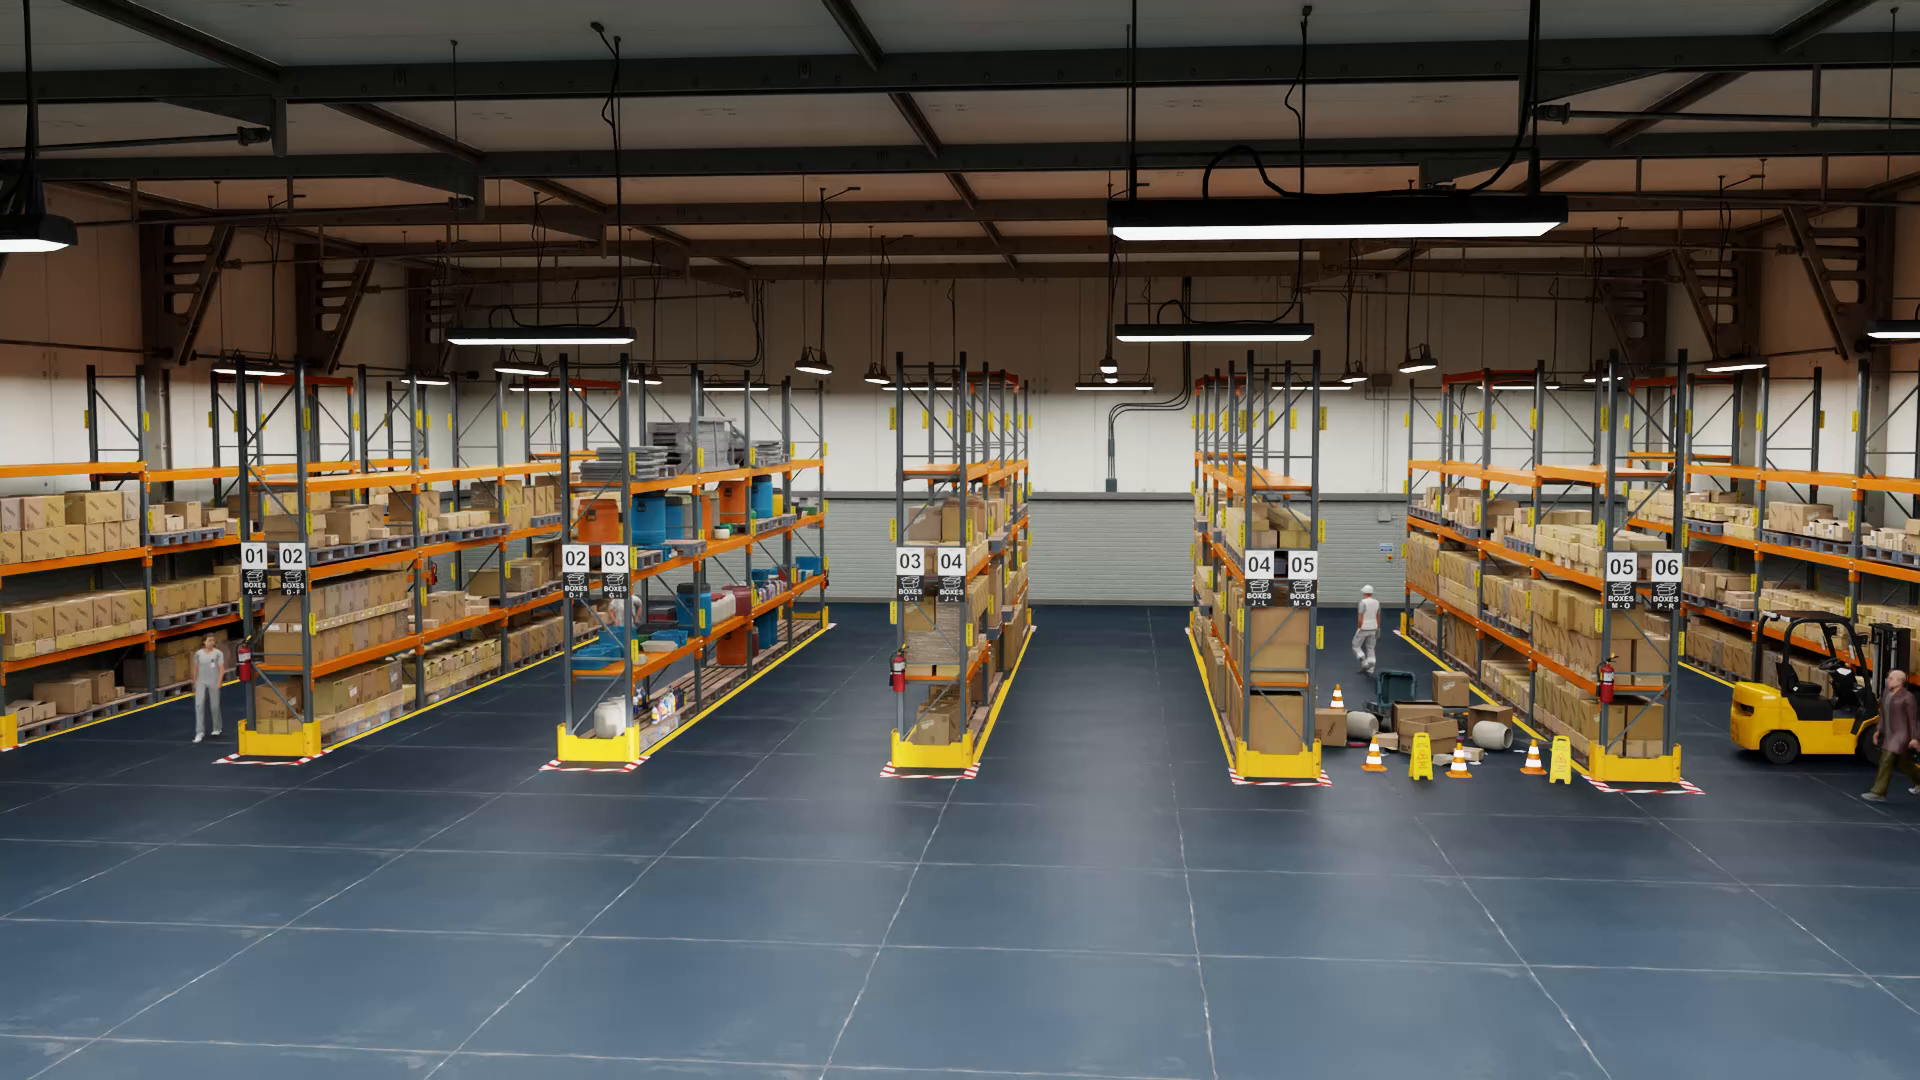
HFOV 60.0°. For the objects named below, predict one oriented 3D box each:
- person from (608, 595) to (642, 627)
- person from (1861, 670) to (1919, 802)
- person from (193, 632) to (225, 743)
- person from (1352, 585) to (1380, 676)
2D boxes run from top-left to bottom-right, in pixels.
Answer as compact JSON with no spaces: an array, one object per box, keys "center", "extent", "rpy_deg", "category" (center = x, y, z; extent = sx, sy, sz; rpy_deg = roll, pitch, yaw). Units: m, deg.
[{"center":[-6.930,1.715,34.513],"extent":[0.642,1.681,0.736],"rpy_deg":[1,4,13],"category":"person"},{"center":[12.376,2.571,21.914],"extent":[1.112,1.736,0.617],"rpy_deg":[0,4,-4],"category":"person"},{"center":[-11.905,2.315,26.319],"extent":[0.472,1.661,0.762],"rpy_deg":[-1,4,-17],"category":"person"},{"center":[8.035,1.782,32.744],"extent":[0.602,1.791,0.467],"rpy_deg":[-2,4,-25],"category":"person"}]
